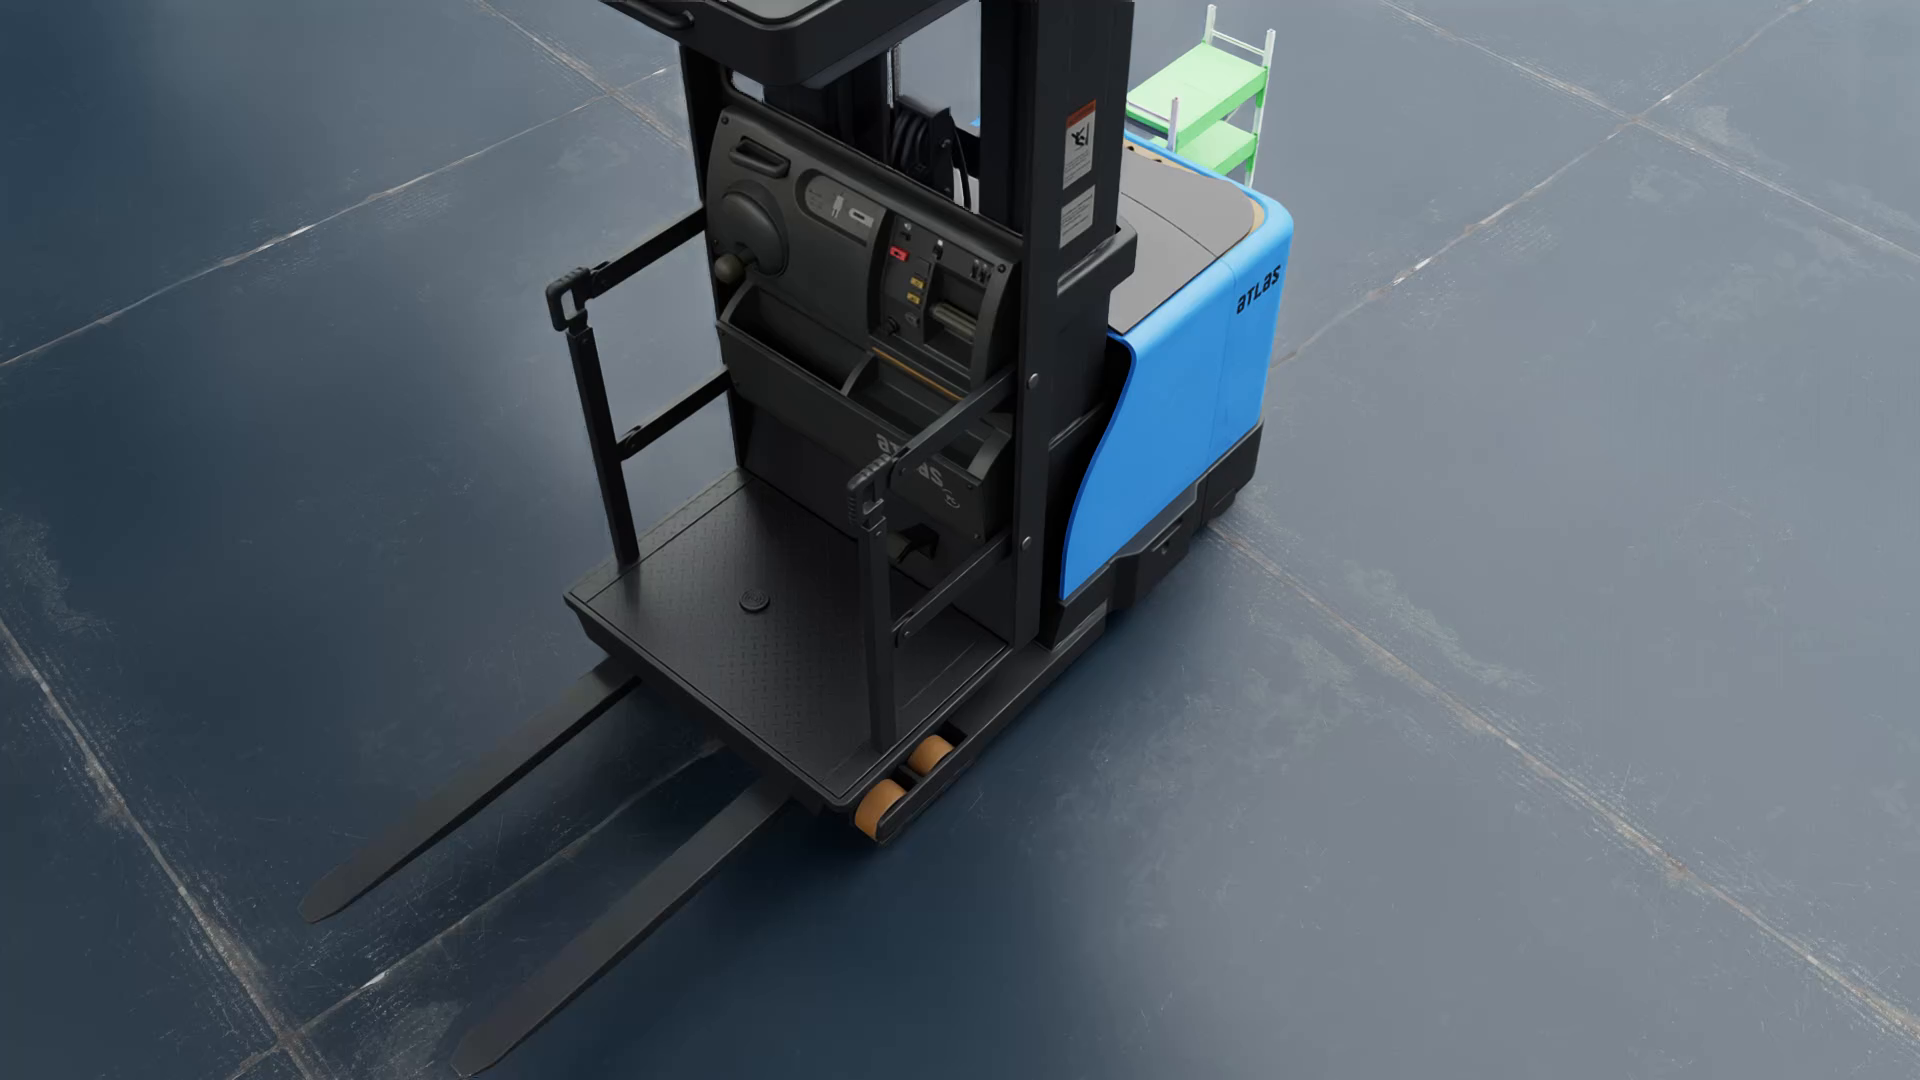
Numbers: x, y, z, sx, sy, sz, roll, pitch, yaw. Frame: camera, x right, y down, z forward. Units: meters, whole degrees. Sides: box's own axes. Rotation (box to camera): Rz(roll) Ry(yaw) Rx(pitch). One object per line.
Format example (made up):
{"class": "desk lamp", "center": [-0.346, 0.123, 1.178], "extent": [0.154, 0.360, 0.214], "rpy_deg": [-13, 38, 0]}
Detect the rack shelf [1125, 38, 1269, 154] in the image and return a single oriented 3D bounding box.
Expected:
{"class": "rack shelf", "center": [0.701, -1.336, 5.100], "extent": [0.258, 0.148, 0.480], "rpy_deg": [33, 55, 26]}

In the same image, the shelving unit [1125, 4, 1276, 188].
{"class": "shelving unit", "center": [0.701, -1.054, 5.406], "extent": [0.258, 1.200, 0.503], "rpy_deg": [33, 55, 26]}

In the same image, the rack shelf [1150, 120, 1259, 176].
{"class": "rack shelf", "center": [0.701, -1.174, 5.277], "extent": [0.258, 0.148, 0.480], "rpy_deg": [33, 55, 26]}

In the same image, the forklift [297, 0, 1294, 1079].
{"class": "forklift", "center": [-0.394, -0.607, 3.816], "extent": [1.130, 2.935, 3.031], "rpy_deg": [33, 55, 26]}

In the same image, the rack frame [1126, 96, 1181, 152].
{"class": "rack frame", "center": [0.541, -0.919, 5.281], "extent": [0.240, 1.200, 0.015], "rpy_deg": [33, 55, 26]}

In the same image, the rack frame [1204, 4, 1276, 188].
{"class": "rack frame", "center": [0.862, -1.189, 5.531], "extent": [0.240, 1.200, 0.015], "rpy_deg": [33, 55, 26]}
